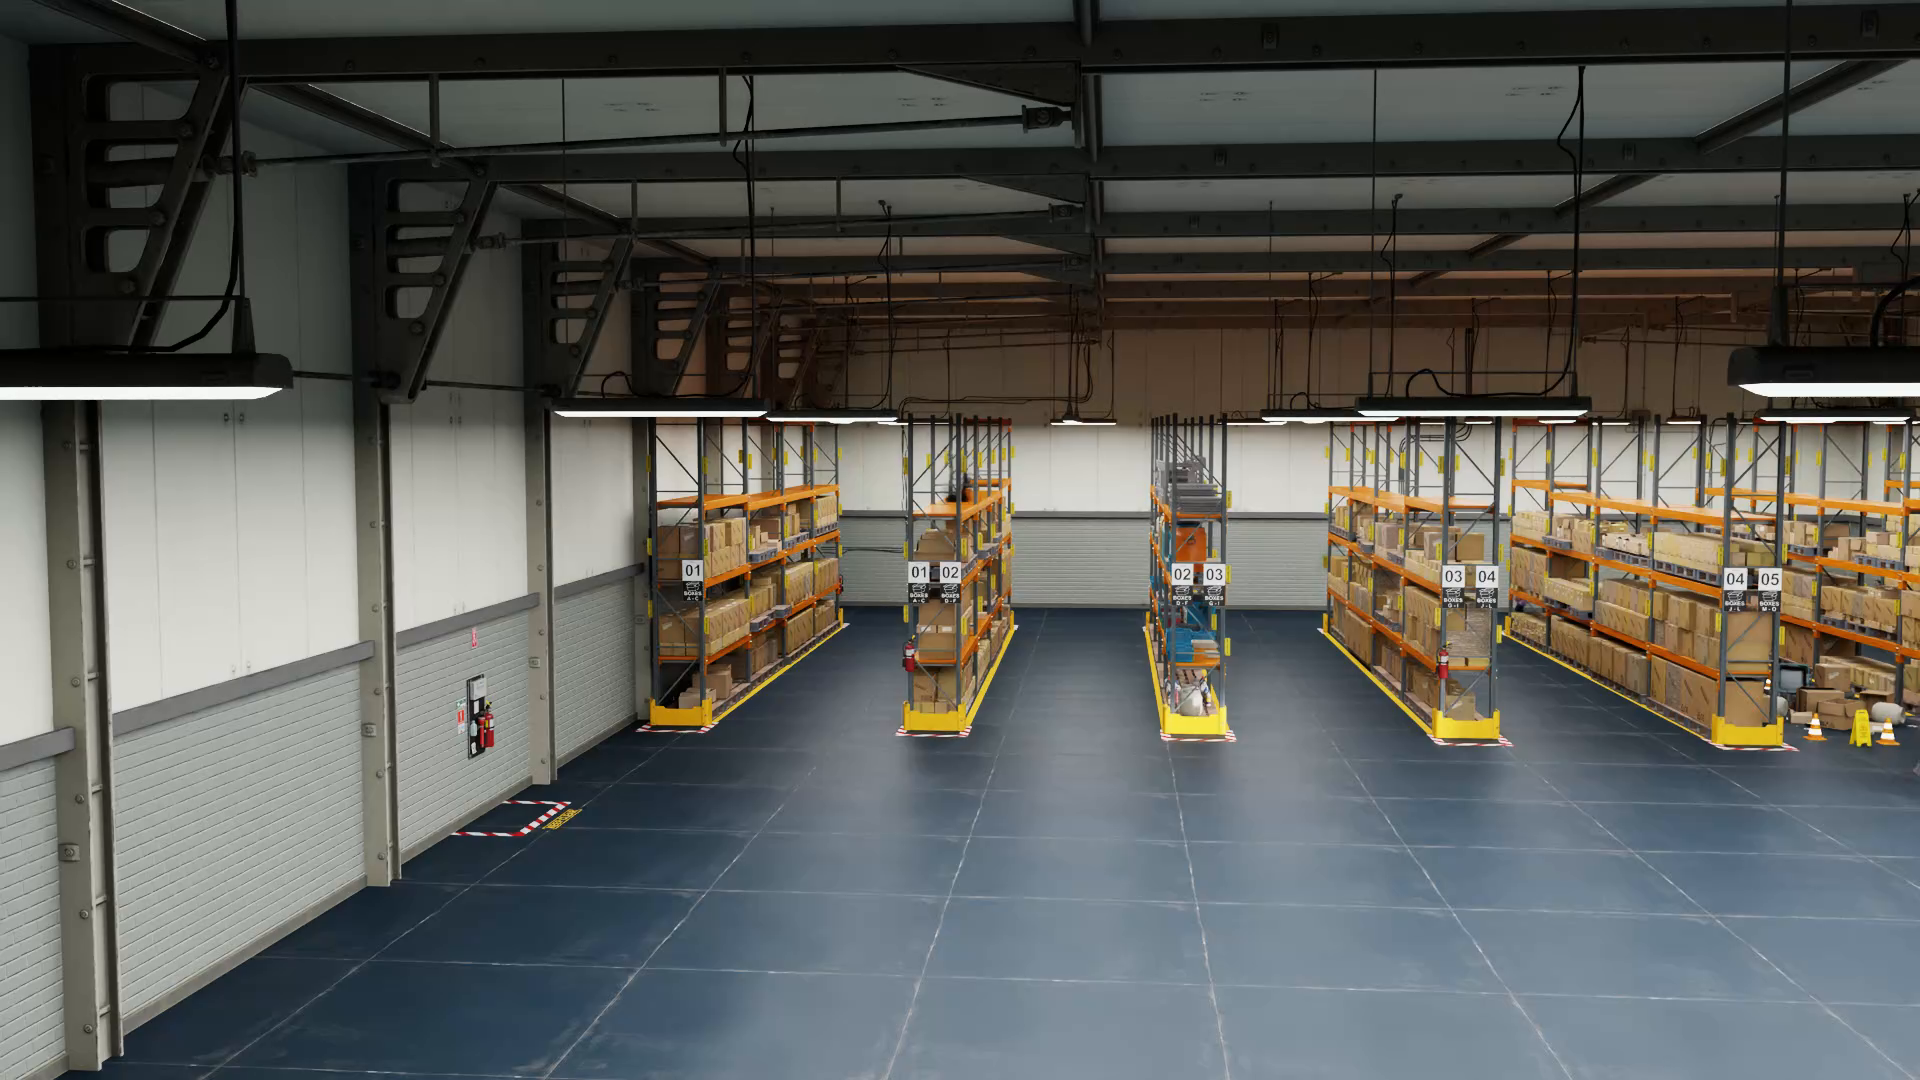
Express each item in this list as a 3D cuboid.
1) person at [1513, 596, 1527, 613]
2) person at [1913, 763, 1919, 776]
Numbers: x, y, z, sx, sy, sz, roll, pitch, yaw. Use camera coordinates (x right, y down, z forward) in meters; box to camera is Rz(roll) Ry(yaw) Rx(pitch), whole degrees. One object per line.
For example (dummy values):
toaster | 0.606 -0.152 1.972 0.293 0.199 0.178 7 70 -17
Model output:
person | 16.035 1.789 47.379 0.674 1.535 0.624 2 4 29
person | 15.702 3.092 26.495 0.570 1.683 0.871 -3 5 -39
